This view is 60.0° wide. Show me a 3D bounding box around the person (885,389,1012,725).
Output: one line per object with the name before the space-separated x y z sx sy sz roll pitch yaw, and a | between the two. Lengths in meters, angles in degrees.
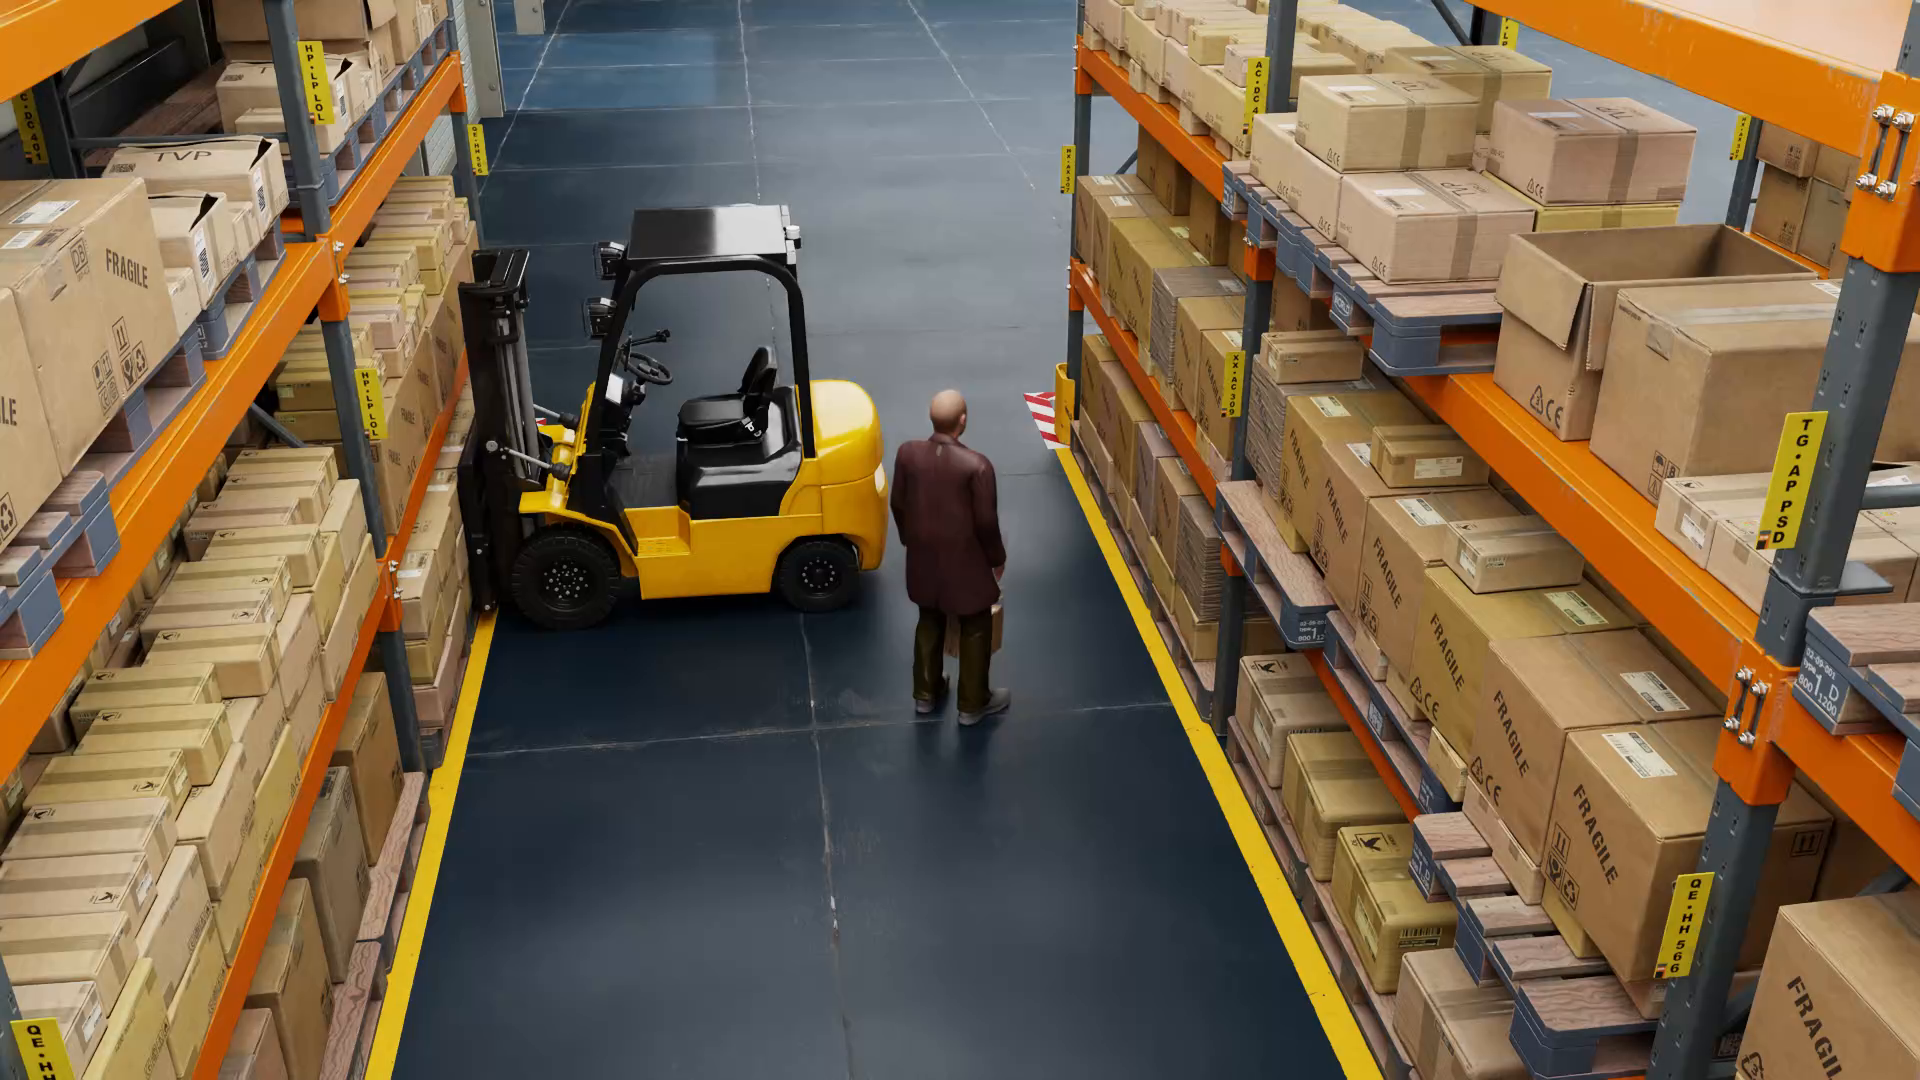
person | -0.066 0.085 8.467 0.648 1.772 0.429 13 29 23
